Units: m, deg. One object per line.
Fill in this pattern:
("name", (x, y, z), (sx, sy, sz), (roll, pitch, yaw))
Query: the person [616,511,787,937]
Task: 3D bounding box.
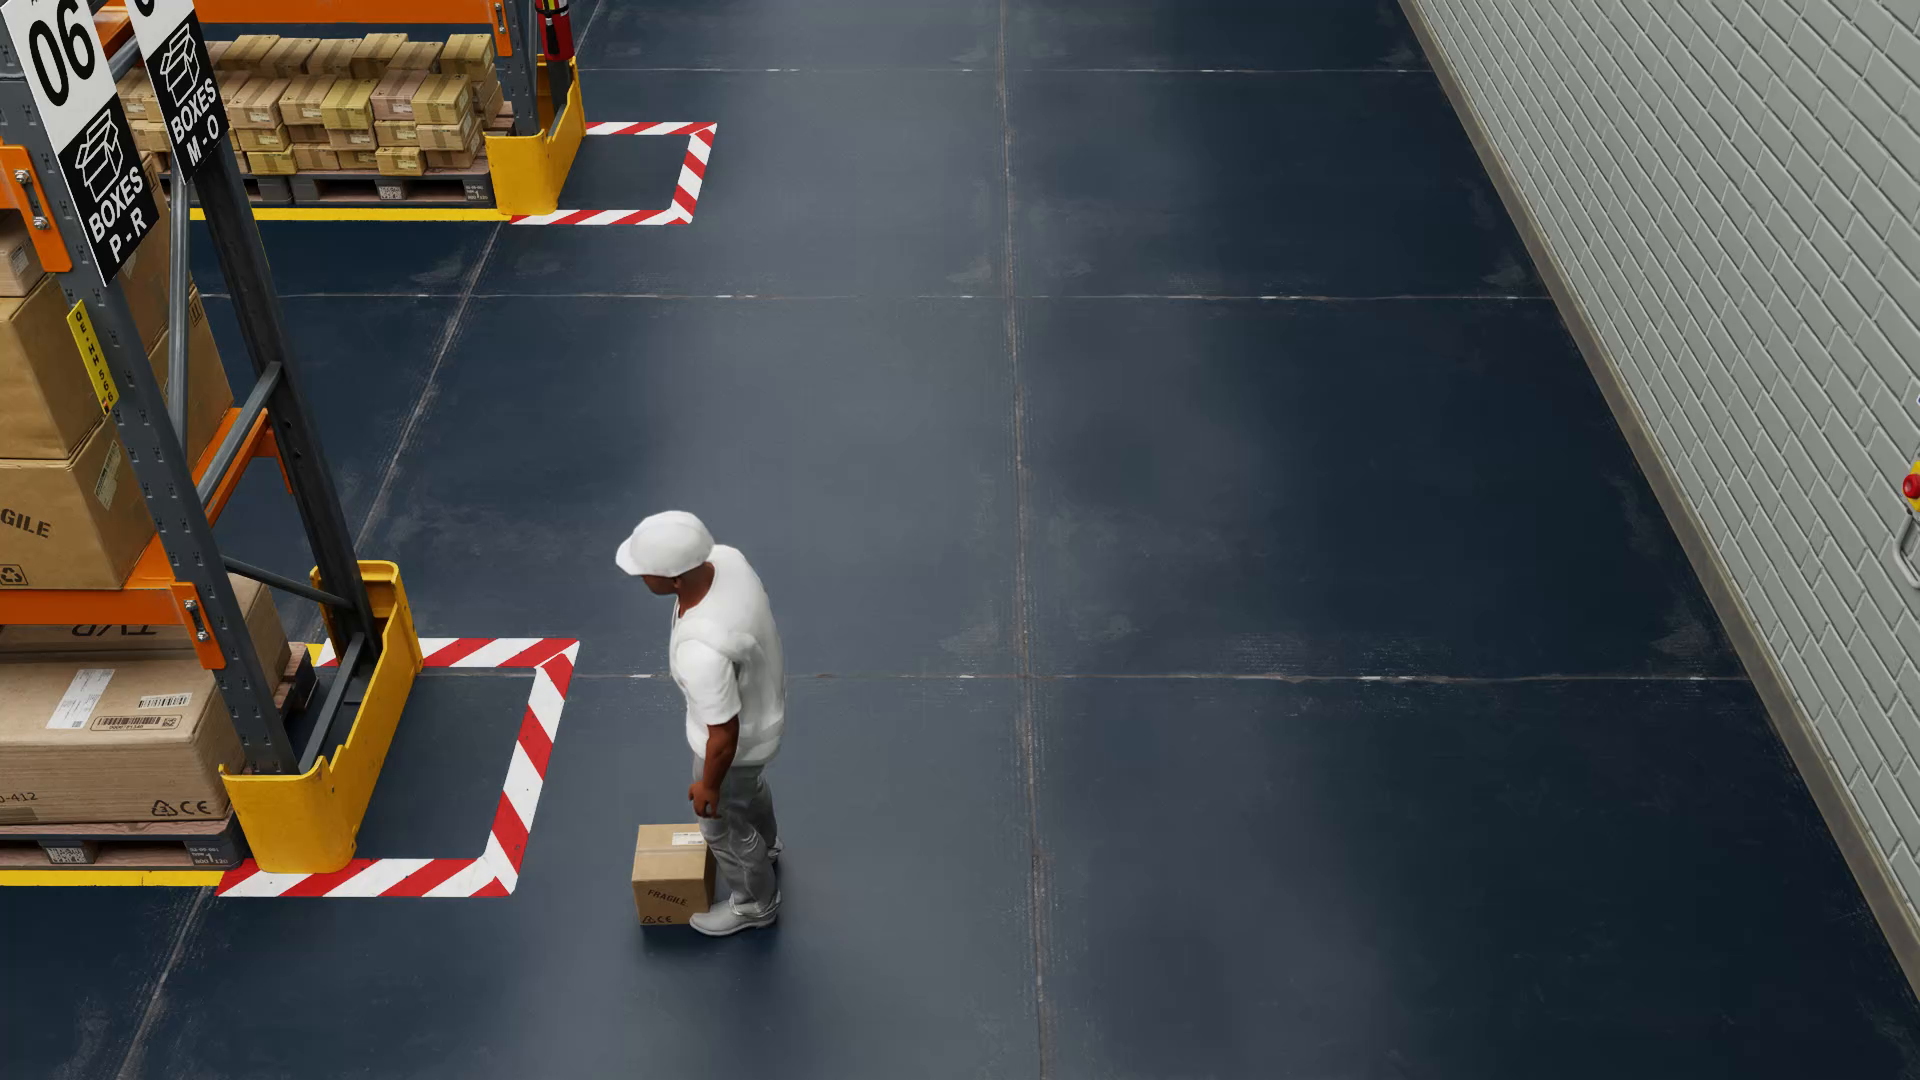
("person", (-0.788, 0.594, 5.416), (0.463, 1.760, 0.634), (-1, 39, -1))
